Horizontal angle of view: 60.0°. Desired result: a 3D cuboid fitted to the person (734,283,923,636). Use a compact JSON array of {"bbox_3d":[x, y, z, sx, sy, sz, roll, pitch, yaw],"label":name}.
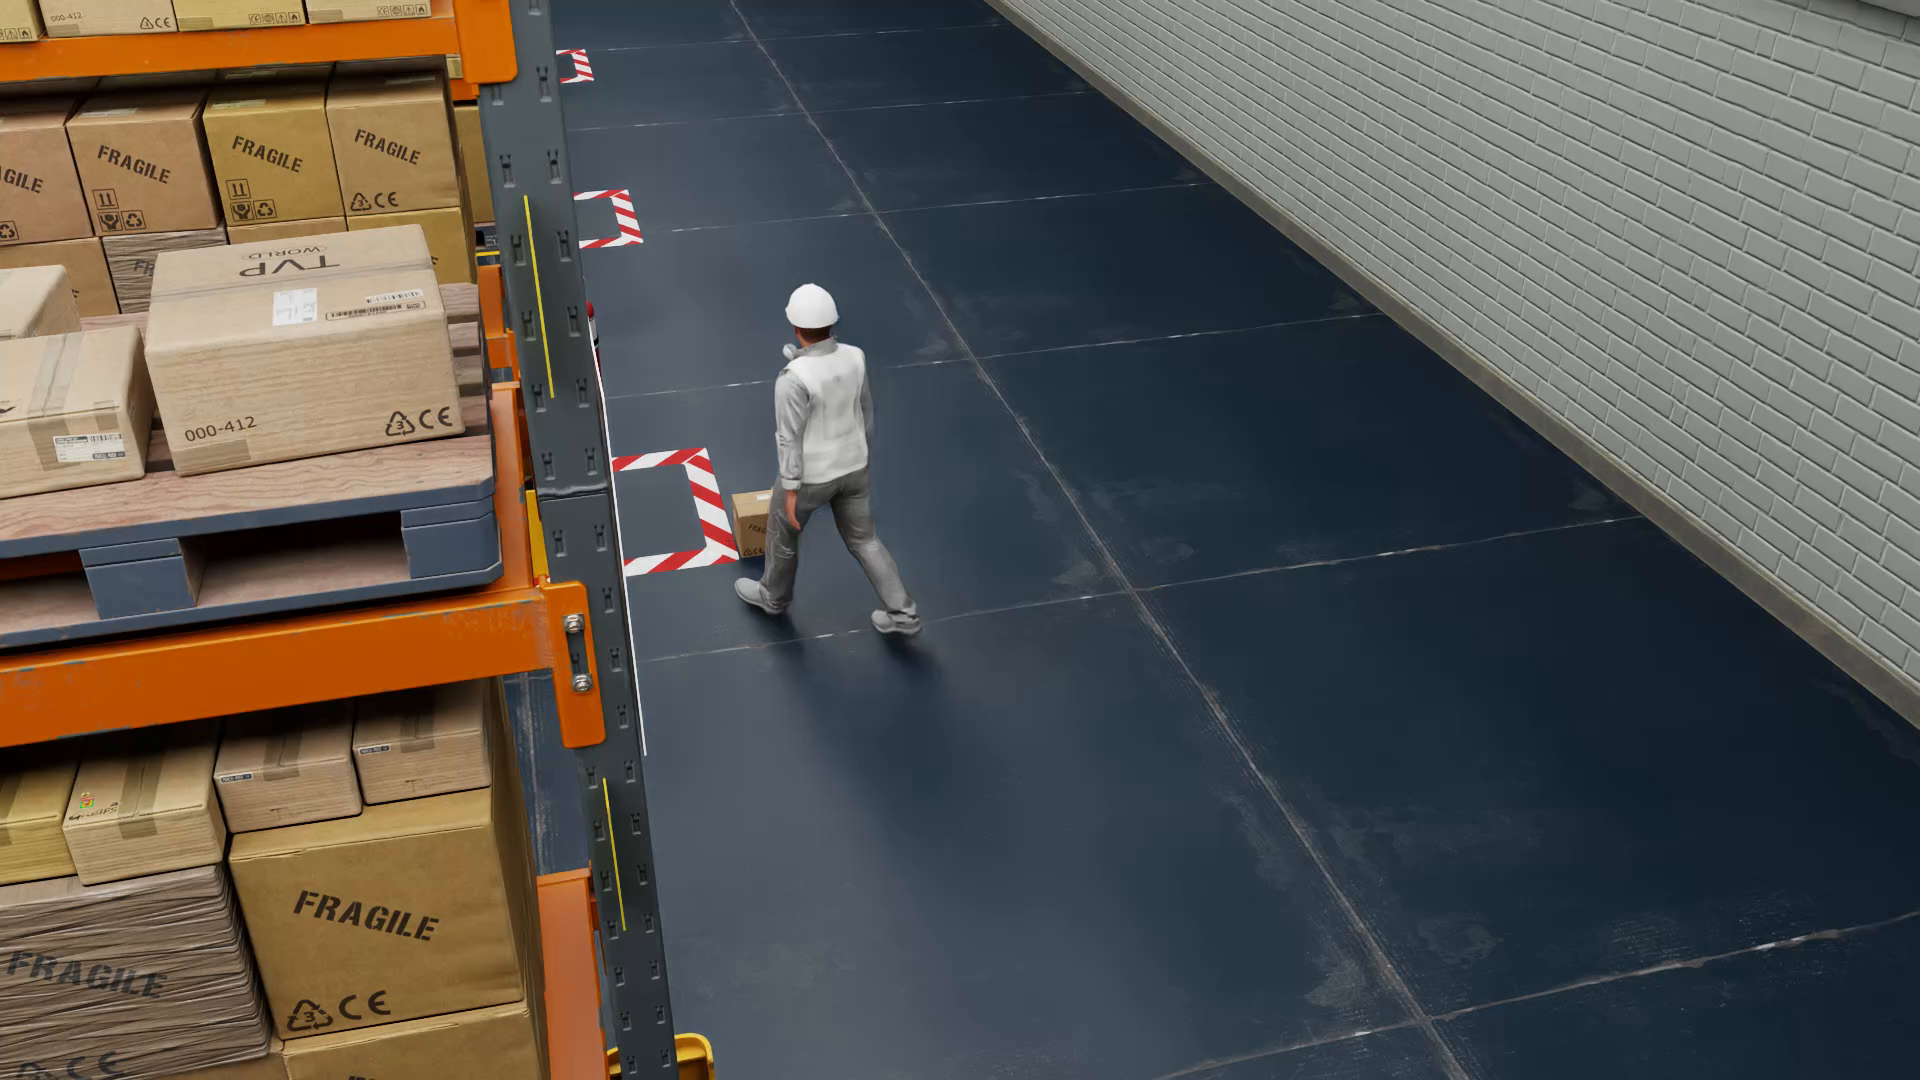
[{"bbox_3d":[-0.642,-0.346,7.728,0.598,1.739,1.000,-25,39,-37],"label":"person"}]
